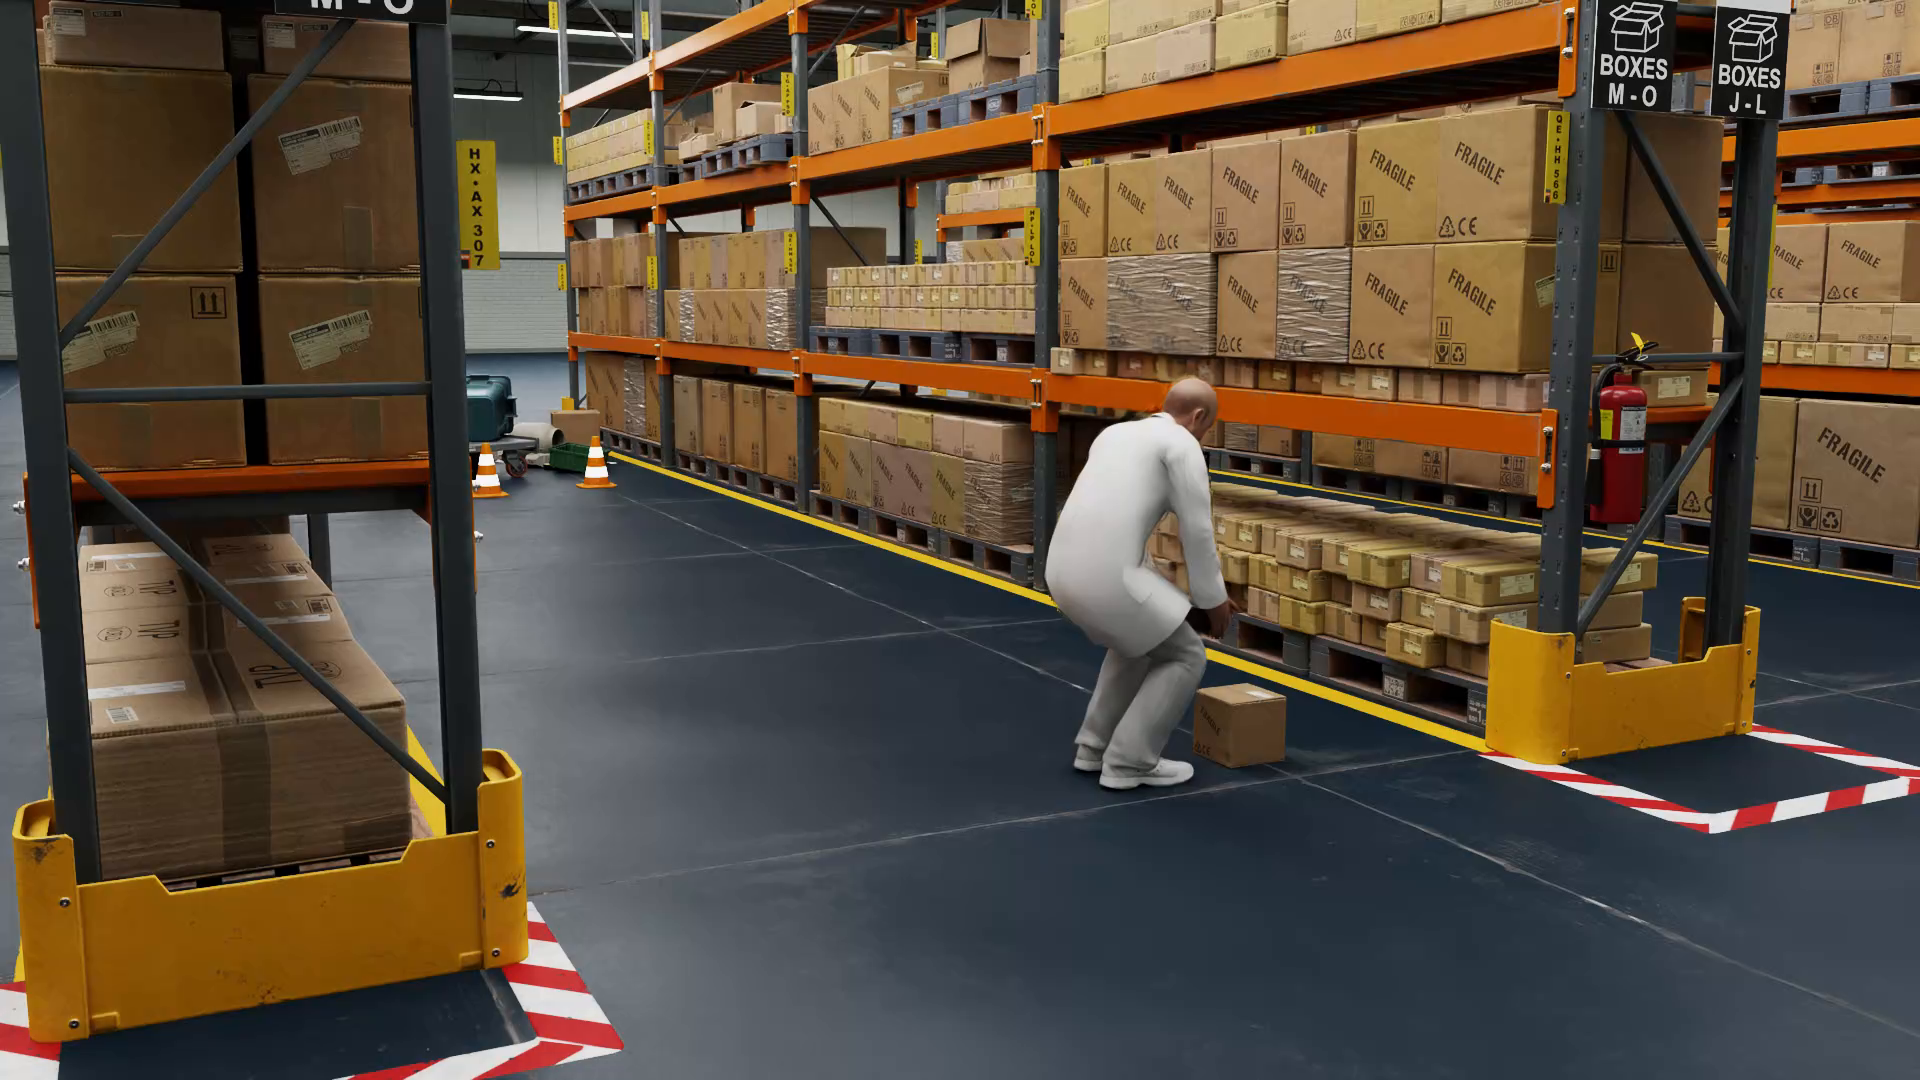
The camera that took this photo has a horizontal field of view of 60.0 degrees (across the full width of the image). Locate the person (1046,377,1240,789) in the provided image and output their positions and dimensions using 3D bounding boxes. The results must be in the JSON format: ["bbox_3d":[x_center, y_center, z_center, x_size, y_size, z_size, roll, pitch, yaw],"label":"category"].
[{"bbox_3d":[3.039,-1.026,14.067,12.121,1.440,13.060,-4,9,-26],"label":"person"}]
